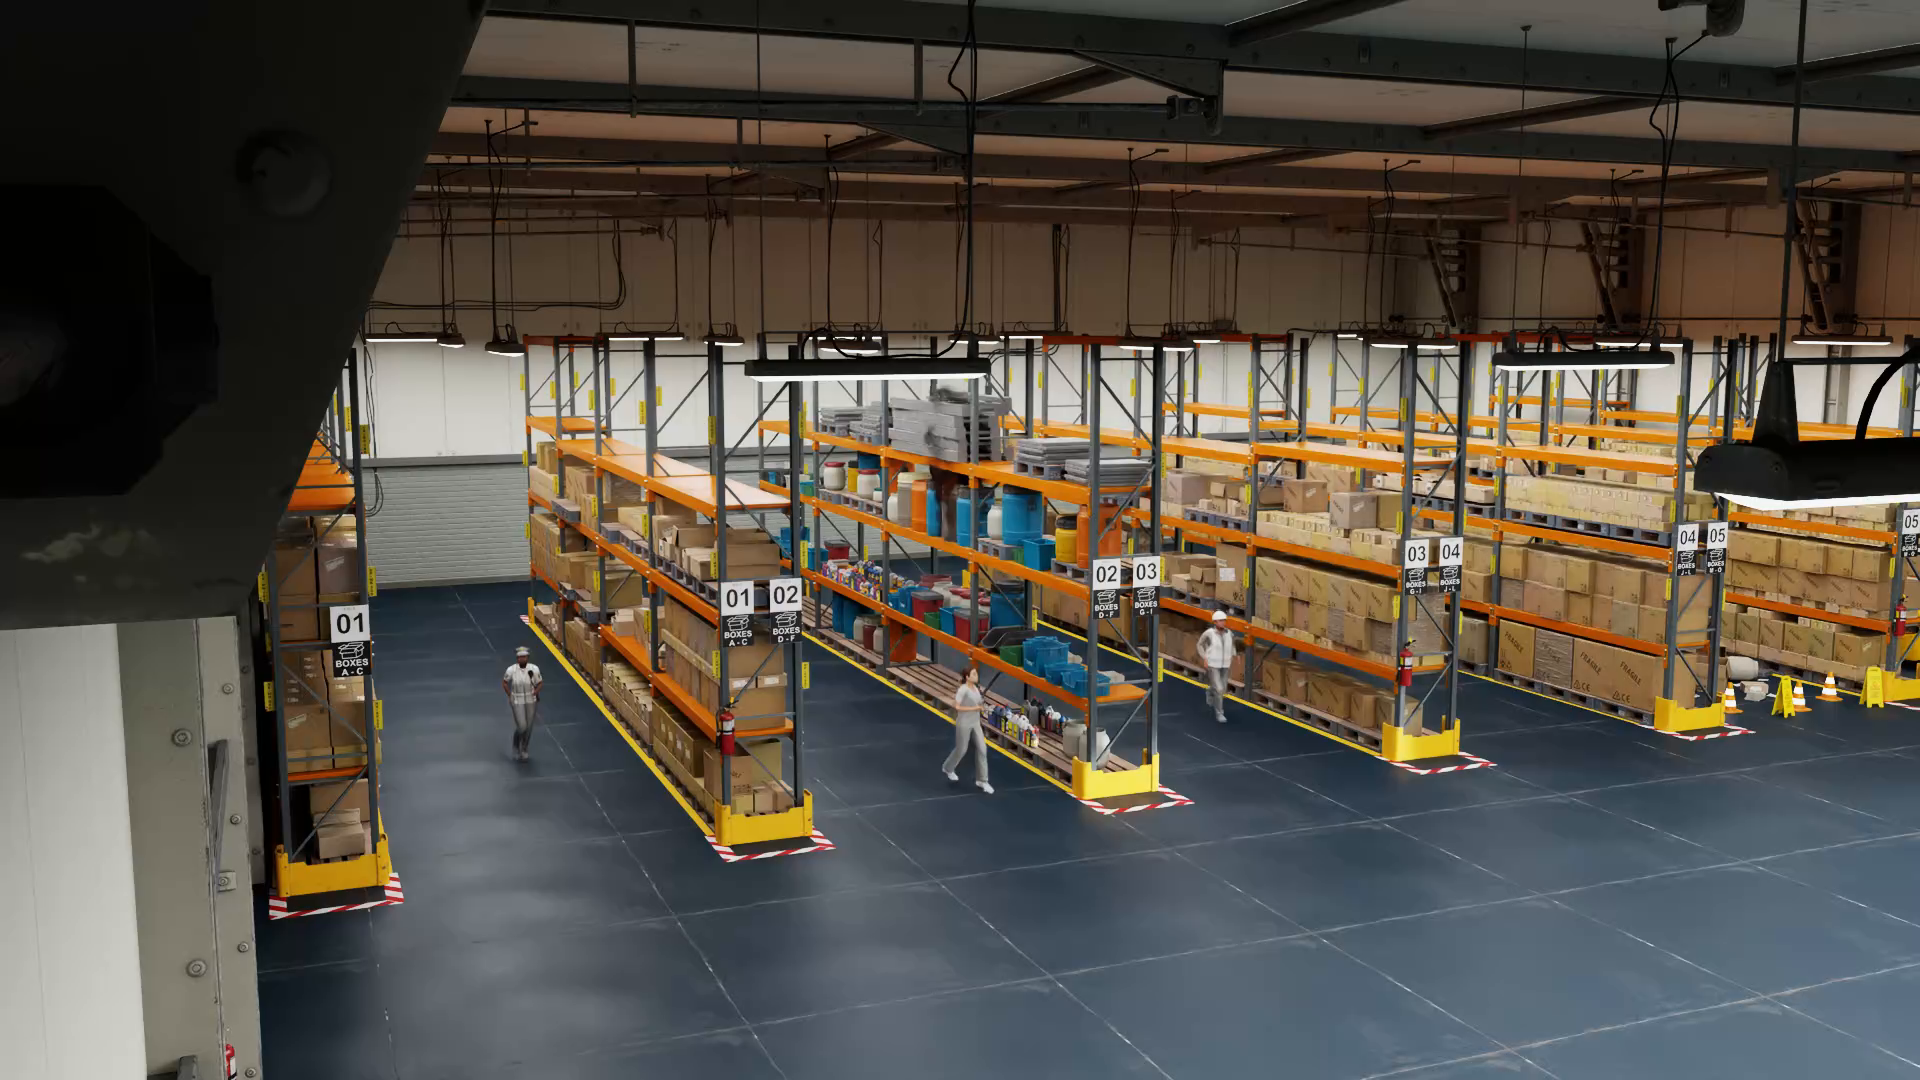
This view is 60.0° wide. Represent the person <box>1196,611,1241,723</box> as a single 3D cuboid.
[{"bbox_3d":[4.056,1.972,26.418,0.646,1.746,0.828,-3,8,-19],"label":"person"}]

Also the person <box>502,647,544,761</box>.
[{"bbox_3d":[-6.227,2.345,23.799,0.555,1.679,0.632,-3,8,-24],"label":"person"}]

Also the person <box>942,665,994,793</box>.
[{"bbox_3d":[0.076,2.526,22.444,0.874,1.705,0.548,6,10,39],"label":"person"}]
